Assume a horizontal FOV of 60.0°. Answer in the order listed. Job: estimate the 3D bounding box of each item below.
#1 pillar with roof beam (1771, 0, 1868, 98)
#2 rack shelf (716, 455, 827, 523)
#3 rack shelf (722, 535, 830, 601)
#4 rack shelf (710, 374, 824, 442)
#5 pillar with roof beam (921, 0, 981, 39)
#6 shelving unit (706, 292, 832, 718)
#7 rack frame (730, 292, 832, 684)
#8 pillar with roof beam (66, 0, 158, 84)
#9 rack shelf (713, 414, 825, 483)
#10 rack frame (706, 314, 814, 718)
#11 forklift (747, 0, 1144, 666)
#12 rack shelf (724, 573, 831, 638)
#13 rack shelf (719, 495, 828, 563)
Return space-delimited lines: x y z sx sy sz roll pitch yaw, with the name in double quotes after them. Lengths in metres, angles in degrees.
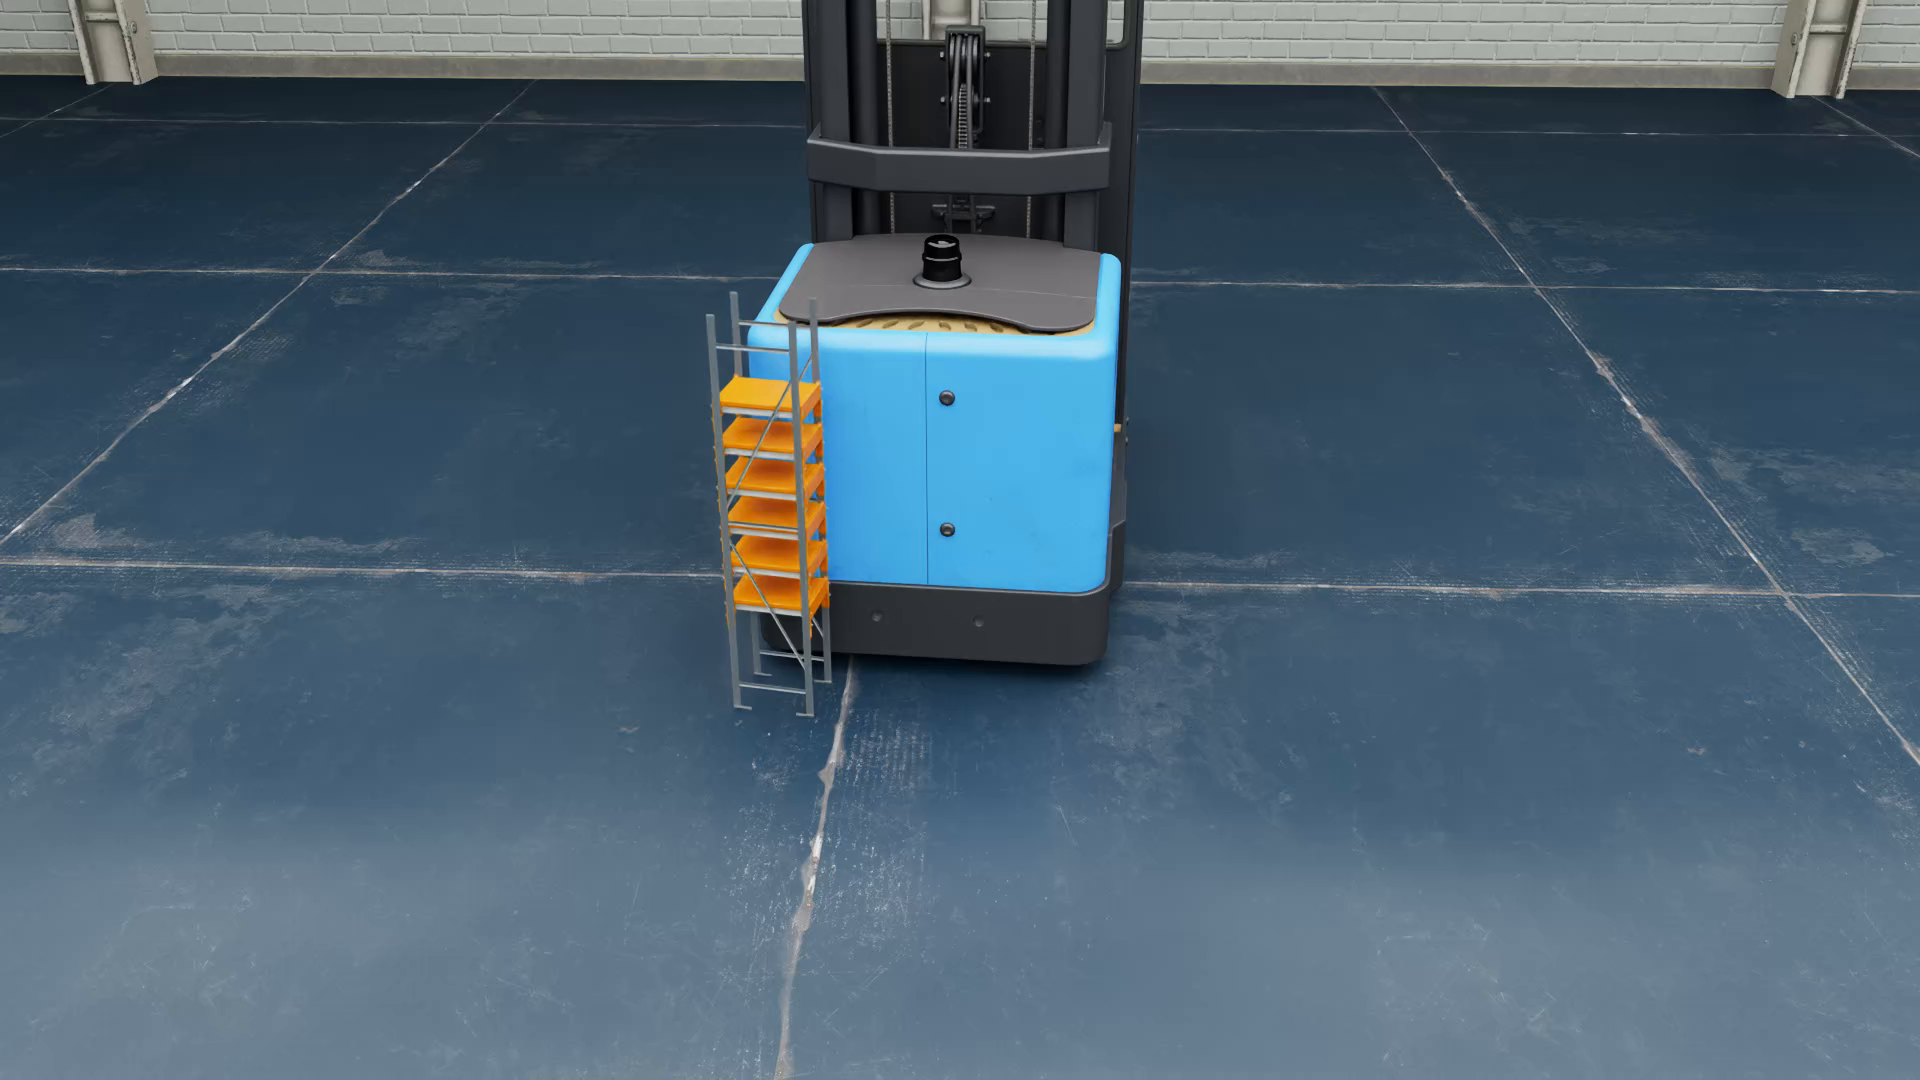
5.784 -5.098 5.759 0.400 9.000 9.100 1 28 2 "pillar with roof beam"
-0.517 -0.143 4.575 0.258 0.103 0.180 6 28 11 "rack shelf"
-0.517 0.070 4.686 0.258 0.103 0.180 6 28 11 "rack shelf"
-0.516 -0.356 4.465 0.258 0.103 0.180 6 28 11 "rack shelf"
-0.212 -5.197 5.946 0.400 9.000 9.100 1 28 2 "pillar with roof beam"
-0.517 -0.076 4.610 0.258 1.200 0.189 6 28 11 "shelving unit"
-0.497 -0.117 4.689 0.240 1.200 0.006 6 28 11 "rack frame"
-6.209 -5.296 6.133 0.400 9.000 9.100 1 28 2 "pillar with roof beam"
-0.517 -0.249 4.520 0.258 0.103 0.180 6 28 11 "rack shelf"
-0.537 -0.035 4.531 0.240 1.200 0.006 6 28 11 "rack frame"
0.067 -1.587 5.615 1.130 2.935 3.031 3 28 5 "forklift"
-0.518 0.177 4.741 0.258 0.103 0.180 6 28 11 "rack shelf"
-0.517 -0.036 4.630 0.258 0.103 0.180 6 28 11 "rack shelf"
